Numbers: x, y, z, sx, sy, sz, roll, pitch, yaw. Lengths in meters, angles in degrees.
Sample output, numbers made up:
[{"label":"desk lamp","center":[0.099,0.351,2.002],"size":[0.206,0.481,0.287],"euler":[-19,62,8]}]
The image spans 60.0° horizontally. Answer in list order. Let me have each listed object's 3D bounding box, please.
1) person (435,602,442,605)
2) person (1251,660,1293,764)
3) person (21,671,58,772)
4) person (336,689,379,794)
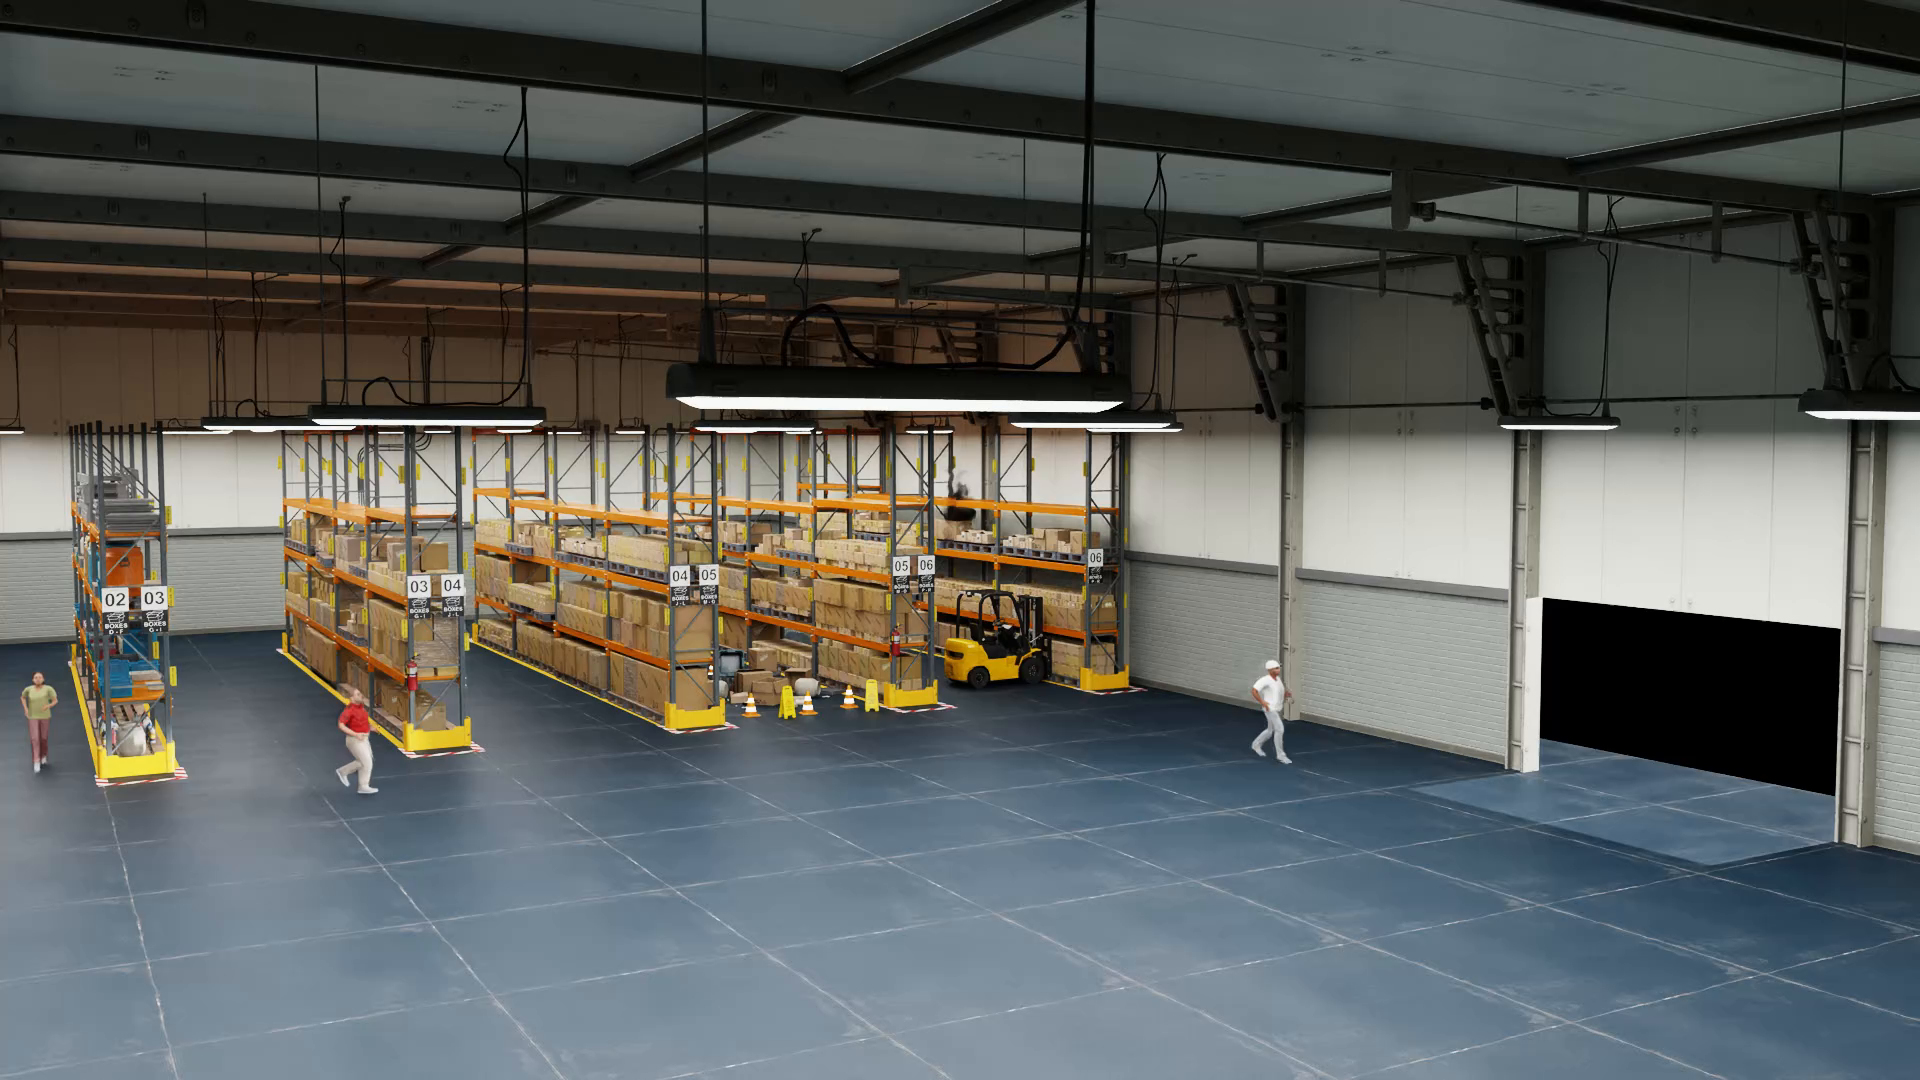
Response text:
[{"label":"person","center":[-14.735,2.006,46.777],"size":[0.680,1.750,0.582],"euler":[2,4,26]},{"label":"person","center":[5.511,3.013,29.356],"size":[0.841,1.787,0.683],"euler":[2,4,33]},{"label":"person","center":[-15.916,3.107,28.765],"size":[0.570,1.704,0.823],"euler":[-2,4,-26]},{"label":"person","center":[-9.709,3.228,26.719],"size":[0.710,1.678,0.669],"euler":[0,4,3]}]
